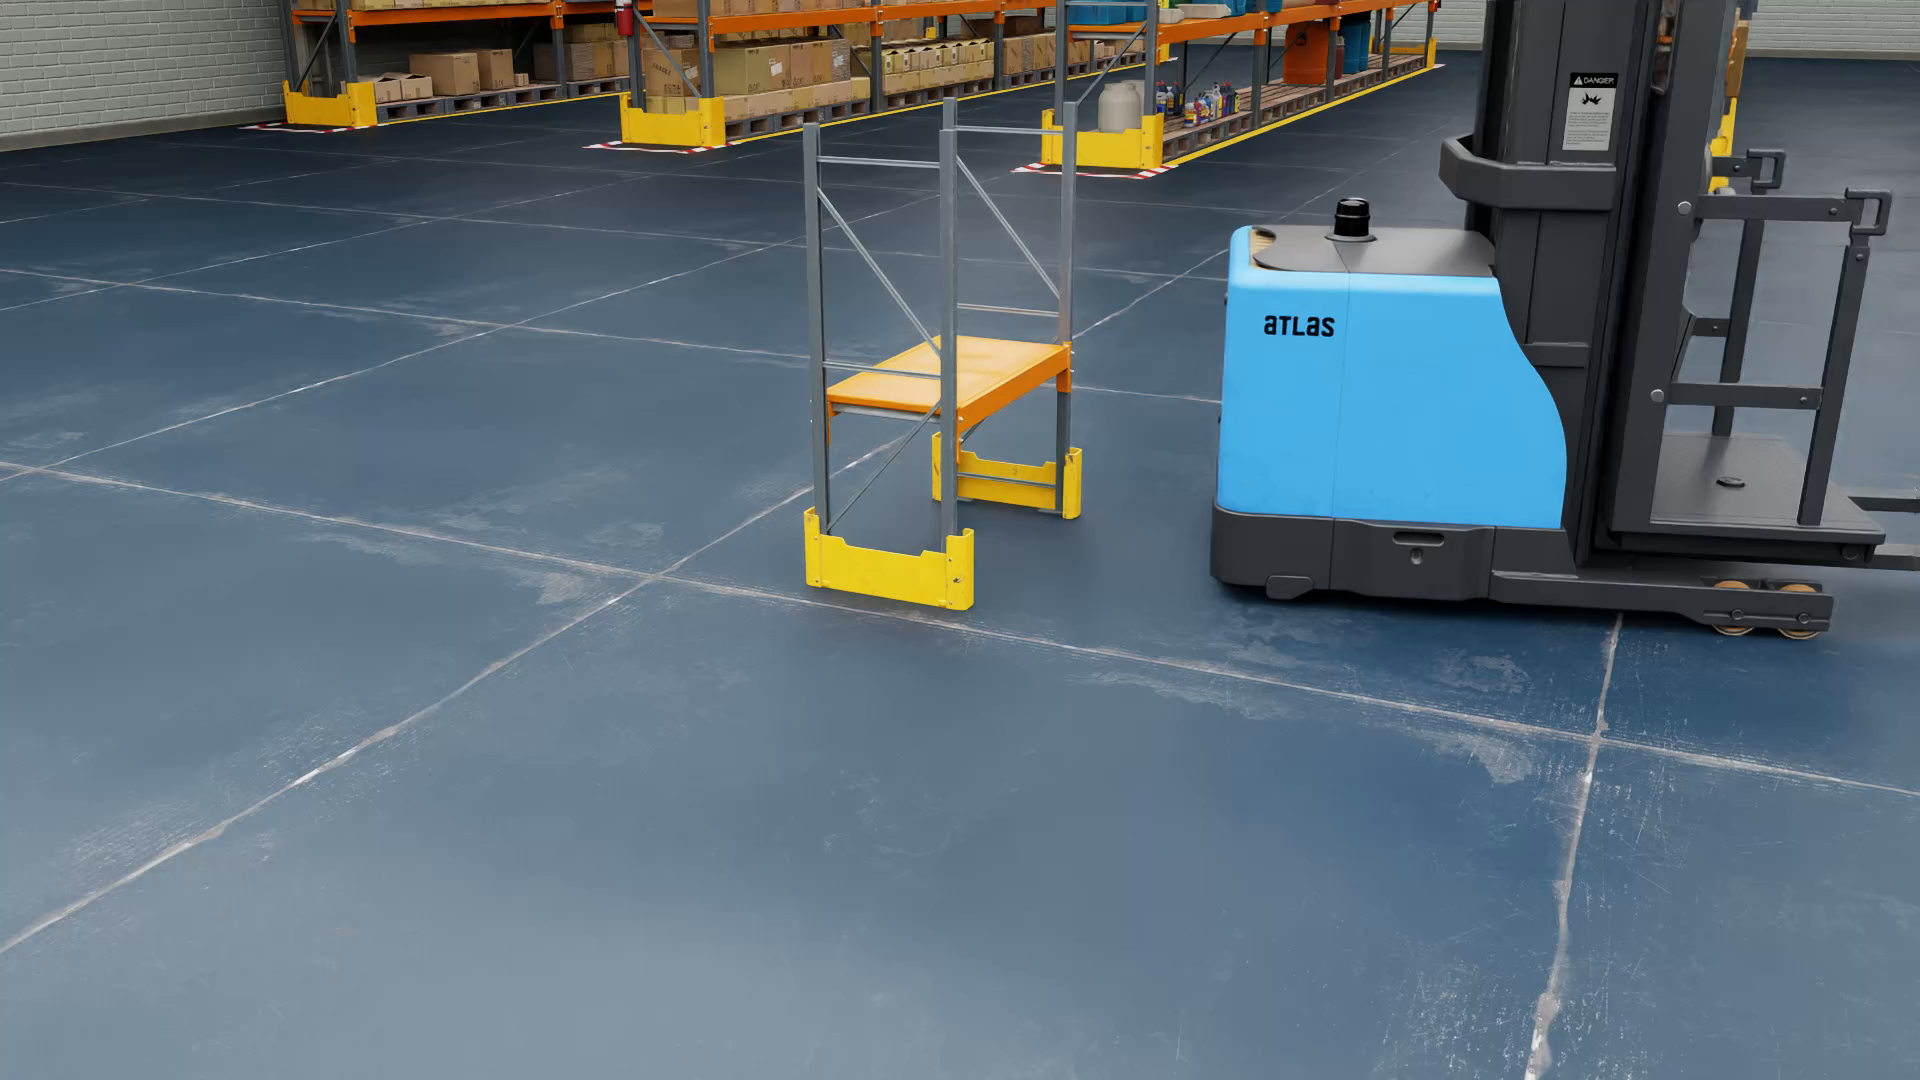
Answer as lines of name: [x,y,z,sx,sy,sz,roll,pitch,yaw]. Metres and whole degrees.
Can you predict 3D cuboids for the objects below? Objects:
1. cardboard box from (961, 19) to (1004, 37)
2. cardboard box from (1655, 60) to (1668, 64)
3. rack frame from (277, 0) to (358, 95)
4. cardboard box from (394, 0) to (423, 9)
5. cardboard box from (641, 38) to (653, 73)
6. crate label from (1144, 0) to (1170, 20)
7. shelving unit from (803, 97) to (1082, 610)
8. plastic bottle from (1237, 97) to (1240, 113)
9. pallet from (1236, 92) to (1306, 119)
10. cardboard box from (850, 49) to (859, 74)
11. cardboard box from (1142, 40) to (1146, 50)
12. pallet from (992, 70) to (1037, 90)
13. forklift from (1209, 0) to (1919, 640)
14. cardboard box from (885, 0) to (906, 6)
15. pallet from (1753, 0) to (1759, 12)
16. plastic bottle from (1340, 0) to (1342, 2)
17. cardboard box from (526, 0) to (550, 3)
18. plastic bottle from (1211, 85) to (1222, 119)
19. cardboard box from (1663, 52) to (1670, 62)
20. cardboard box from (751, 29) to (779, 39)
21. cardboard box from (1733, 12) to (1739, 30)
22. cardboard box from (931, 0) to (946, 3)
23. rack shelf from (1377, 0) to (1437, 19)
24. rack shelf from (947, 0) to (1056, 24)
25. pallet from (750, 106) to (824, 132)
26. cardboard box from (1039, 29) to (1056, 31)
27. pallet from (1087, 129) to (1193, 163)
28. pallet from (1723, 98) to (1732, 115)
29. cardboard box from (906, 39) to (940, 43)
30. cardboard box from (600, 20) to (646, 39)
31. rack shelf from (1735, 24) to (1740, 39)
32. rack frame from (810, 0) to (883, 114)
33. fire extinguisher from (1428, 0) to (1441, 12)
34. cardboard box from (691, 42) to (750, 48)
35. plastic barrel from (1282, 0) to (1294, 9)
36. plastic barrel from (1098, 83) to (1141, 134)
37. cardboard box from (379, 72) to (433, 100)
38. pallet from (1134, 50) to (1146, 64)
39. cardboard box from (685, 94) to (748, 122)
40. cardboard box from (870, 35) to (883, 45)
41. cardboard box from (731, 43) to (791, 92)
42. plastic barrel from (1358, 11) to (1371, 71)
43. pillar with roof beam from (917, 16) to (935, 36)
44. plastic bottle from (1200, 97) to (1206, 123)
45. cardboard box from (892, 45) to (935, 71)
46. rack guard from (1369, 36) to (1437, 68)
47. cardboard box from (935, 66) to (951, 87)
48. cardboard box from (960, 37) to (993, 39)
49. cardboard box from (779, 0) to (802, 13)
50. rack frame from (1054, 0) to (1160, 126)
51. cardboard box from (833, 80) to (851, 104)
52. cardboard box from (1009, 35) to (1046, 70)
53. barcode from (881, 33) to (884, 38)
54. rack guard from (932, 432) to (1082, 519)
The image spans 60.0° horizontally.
cardboard box: [0.347,-7.923,25.725,0.500,0.250,0.500,9,22,25]
cardboard box: [8.723,-5.494,20.015,0.700,0.500,0.500,7,21,18]
rack frame: [-7.638,-6.437,19.592,1.000,3.000,0.127,9,21,23]
cardboard box: [-6.949,-6.642,20.363,0.500,0.250,0.500,8,21,21]
cardboard box: [-5.104,-7.388,25.339,0.700,0.500,0.500,8,21,22]
crate label: [1.907,-5.694,17.451,0.502,0.435,0.616,9,21,23]
shelving unit: [-0.031,-0.683,5.652,0.587,1.500,1.083,9,21,23]
plastic bottle: [3.174,-5.036,19.171,0.097,0.201,0.097,0,20,0]
pallet: [3.823,-5.606,21.418,1.003,0.211,1.213,9,21,23]
cardboard box: [-1.575,-6.311,21.878,0.500,0.311,0.500,9,21,23]
cardboard box: [3.437,-9.479,31.220,0.500,0.500,0.500,9,21,23]
pallet: [0.499,-7.113,25.655,1.003,0.211,1.213,9,21,23]
forklift: [2.381,-1.267,5.156,3.031,2.935,1.130,3,20,9]
cardboard box: [-0.930,-7.106,21.848,0.380,0.149,0.250,9,21,23]
pallet: [9.000,-6.521,20.114,1.213,0.211,1.003,9,21,23]
plastic bottle: [5.261,-7.579,23.100,0.097,0.201,0.097,0,20,0]
cardboard box: [-5.918,-7.412,22.528,0.500,0.250,0.500,9,21,23]
plastic bottle: [2.827,-4.866,18.471,0.144,0.351,0.185,8,21,22]
cardboard box: [8.740,-5.854,19.908,0.500,0.250,0.500,11,22,29]
cardboard box: [-3.577,-8.541,28.091,0.750,0.750,0.750,8,21,22]
cardboard box: [6.956,-4.779,15.306,0.380,0.149,0.250,9,21,23]
cardboard box: [-0.514,-7.736,23.096,0.500,0.500,0.500,7,21,20]
rack shelf: [7.133,-9.018,27.925,1.077,0.370,4.000,9,21,23]
rack shelf: [0.978,-8.477,26.401,1.077,0.370,4.000,9,21,23]
pallet: [-2.341,-5.056,19.870,1.003,0.211,1.213,9,21,23]
cardboard box: [1.376,-8.342,28.023,0.500,0.500,0.500,8,21,20]
pallet: [1.726,-4.041,17.017,1.003,0.211,1.213,9,21,23]
pallet: [9.586,-5.760,21.852,1.003,0.211,1.213,9,21,23]
cardboard box: [-0.531,-7.089,24.066,0.500,0.311,0.500,8,21,21]
cardboard box: [-5.106,-7.715,25.140,0.500,0.250,0.500,8,21,22]
rack shelf: [8.376,-5.893,19.137,1.077,0.370,4.000,9,21,23]
rack frame: [-1.479,-6.981,21.123,1.000,3.000,0.127,9,21,23]
fire extinguisher: [8.429,-9.740,29.553,0.296,0.674,0.183,9,21,23]
cardboard box: [-2.773,-5.527,19.390,0.500,0.500,0.500,9,21,23]
plastic barrel: [3.930,-6.851,20.554,0.433,0.535,0.433,0,20,0]
plastic barrel: [1.600,-4.315,16.712,0.421,0.512,0.421,0,20,0]
cardboard box: [-7.039,-5.751,21.019,0.500,0.311,0.500,11,22,27]
pallet: [3.078,-9.069,31.154,1.003,0.211,1.213,9,21,23]
cardboard box: [-2.695,-4.794,18.450,0.500,0.250,0.500,9,21,23]
cardboard box: [-1.903,-9.650,31.730,0.700,0.500,0.500,9,22,24]
cardboard box: [-2.299,-5.455,19.189,0.500,0.500,0.500,9,21,23]
plastic barrel: [6.076,-7.791,25.905,0.600,0.901,0.708,9,21,23]
pillar with roof beam: [3.158,-14.508,33.334,9.100,9.000,0.400,9,21,23]
plastic bottle: [2.608,-4.646,17.972,0.097,0.271,0.097,0,20,0]
cardboard box: [-0.662,-6.551,22.552,0.500,0.311,0.500,8,21,21]
rack guard: [7.950,-8.800,29.968,1.175,0.500,0.348,9,21,23]
cardboard box: [-0.459,-6.443,23.086,0.500,0.250,0.500,9,21,24]
cardboard box: [0.328,-7.552,25.801,0.500,0.500,0.500,9,22,25]
cardboard box: [-2.283,-6.420,19.396,0.700,0.500,0.500,9,22,24]
rack frame: [1.400,-5.078,15.770,1.000,3.000,0.127,9,21,23]
cardboard box: [-1.684,-5.560,20.604,0.500,0.250,0.500,9,21,23]
cardboard box: [1.025,-7.647,26.068,0.500,0.500,0.500,8,21,22]
barcode: [-0.995,-6.484,21.366,0.001,0.075,0.075,9,21,23]
rack guard: [0.173,-0.247,6.289,0.587,0.250,0.087,9,21,23]
